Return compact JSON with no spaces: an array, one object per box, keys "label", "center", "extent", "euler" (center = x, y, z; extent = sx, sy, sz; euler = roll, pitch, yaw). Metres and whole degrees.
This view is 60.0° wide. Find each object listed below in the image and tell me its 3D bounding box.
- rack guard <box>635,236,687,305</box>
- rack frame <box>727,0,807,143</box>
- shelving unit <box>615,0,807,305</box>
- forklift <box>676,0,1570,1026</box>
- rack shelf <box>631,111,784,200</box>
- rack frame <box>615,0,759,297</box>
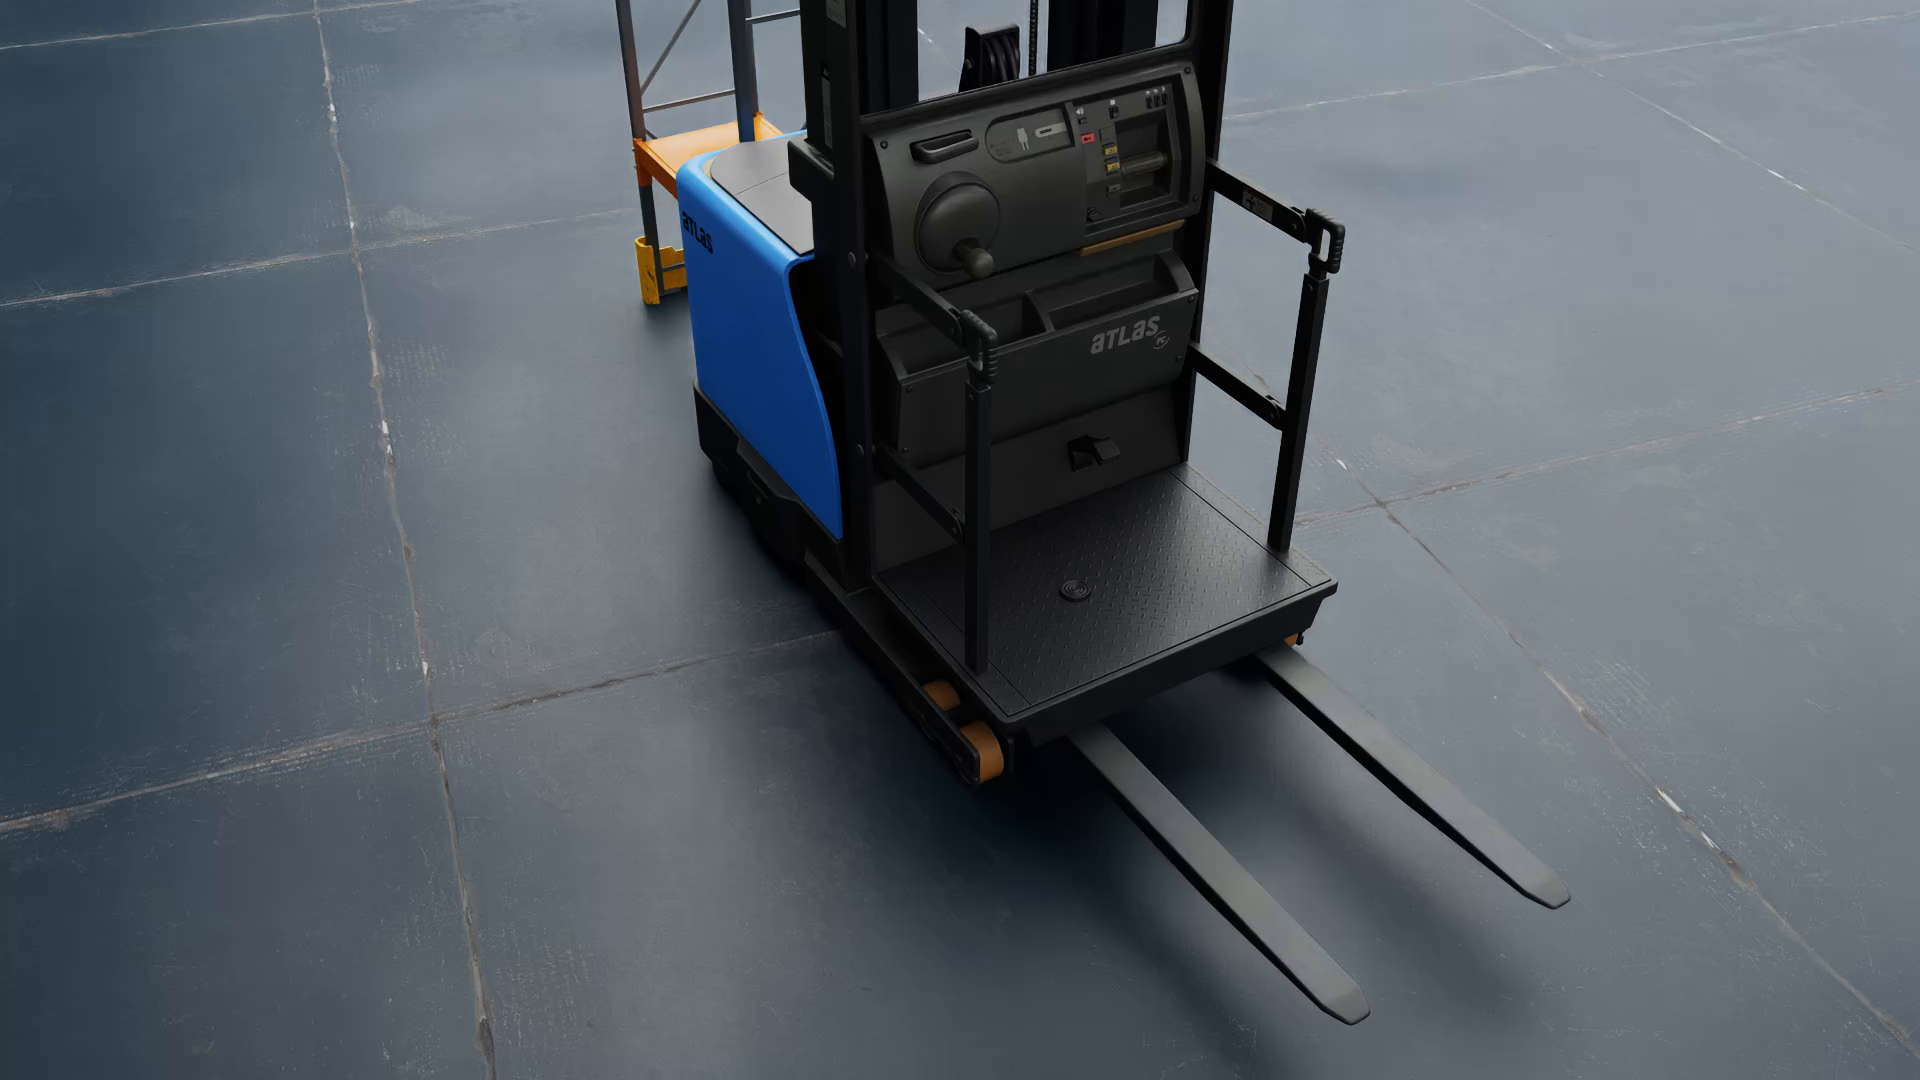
[{"label":"rack guard","center":[-0.975,-1.119,6.528],"extent":[0.587,0.250,0.087],"euler":[-19,41,-24]},{"label":"rack frame","center":[-0.470,-1.101,5.465],"extent":[0.500,1.500,0.032],"euler":[-19,41,-24]},{"label":"shelving unit","center":[-0.723,-1.360,5.809],"extent":[0.587,1.500,1.083],"euler":[-19,41,-24]},{"label":"forklift","center":[0.325,-0.849,3.941],"extent":[1.130,2.935,3.031],"euler":[-20,41,-25]},{"label":"rack shelf","center":[-0.727,-1.221,5.924],"extent":[0.538,0.185,1.000],"euler":[-19,41,-24]},{"label":"rack frame","center":[-0.985,-1.628,6.165],"extent":[0.500,1.500,0.032],"euler":[-19,41,-24]}]
